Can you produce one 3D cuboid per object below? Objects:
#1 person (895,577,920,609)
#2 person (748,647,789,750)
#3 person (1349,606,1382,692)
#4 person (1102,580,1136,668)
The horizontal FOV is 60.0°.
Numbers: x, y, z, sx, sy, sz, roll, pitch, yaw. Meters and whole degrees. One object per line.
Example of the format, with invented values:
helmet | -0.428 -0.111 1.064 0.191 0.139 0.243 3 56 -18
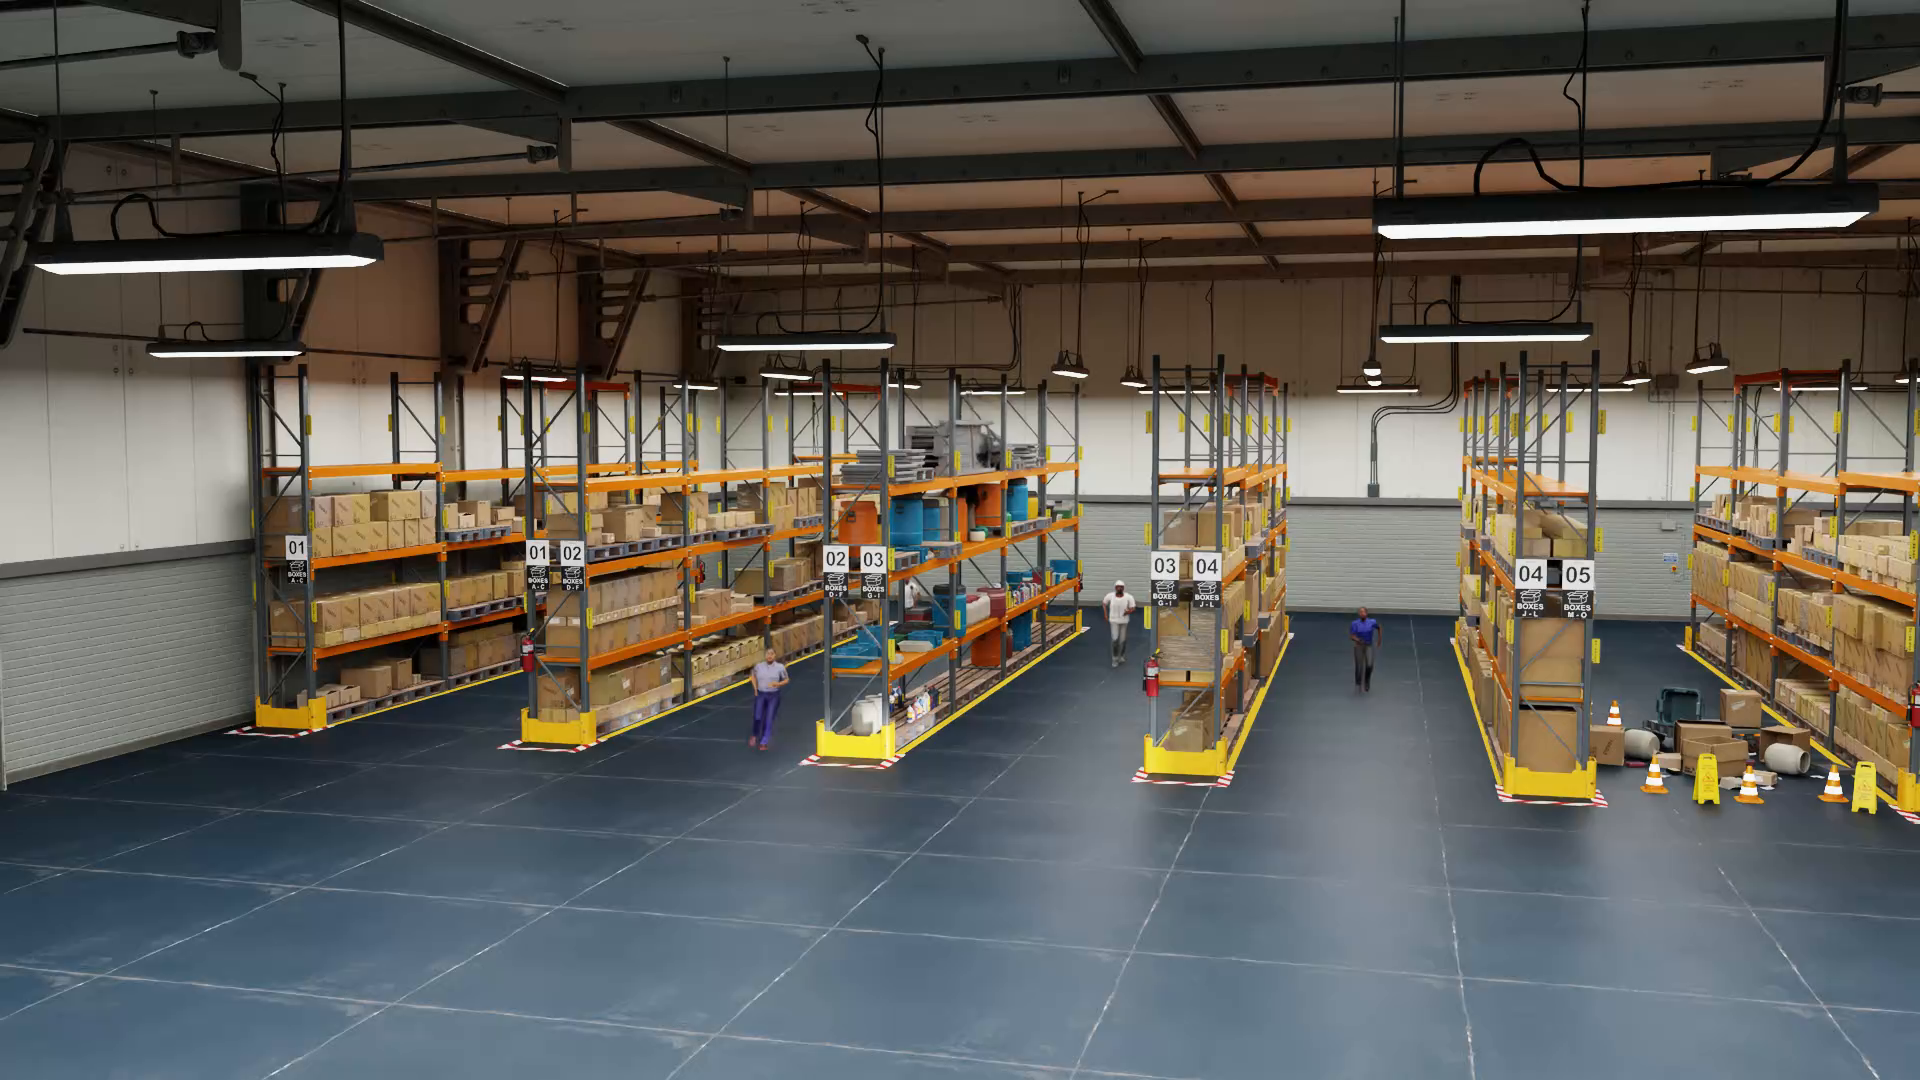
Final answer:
person | -1.206 1.552 37.914 0.557 1.700 0.628 0 4 5
person | -2.959 2.455 25.646 0.640 1.600 0.544 0 4 -2
person | 7.558 2.037 31.002 0.587 1.606 0.815 1 4 14
person | 3.305 1.745 34.584 0.692 1.834 0.682 0 4 3
